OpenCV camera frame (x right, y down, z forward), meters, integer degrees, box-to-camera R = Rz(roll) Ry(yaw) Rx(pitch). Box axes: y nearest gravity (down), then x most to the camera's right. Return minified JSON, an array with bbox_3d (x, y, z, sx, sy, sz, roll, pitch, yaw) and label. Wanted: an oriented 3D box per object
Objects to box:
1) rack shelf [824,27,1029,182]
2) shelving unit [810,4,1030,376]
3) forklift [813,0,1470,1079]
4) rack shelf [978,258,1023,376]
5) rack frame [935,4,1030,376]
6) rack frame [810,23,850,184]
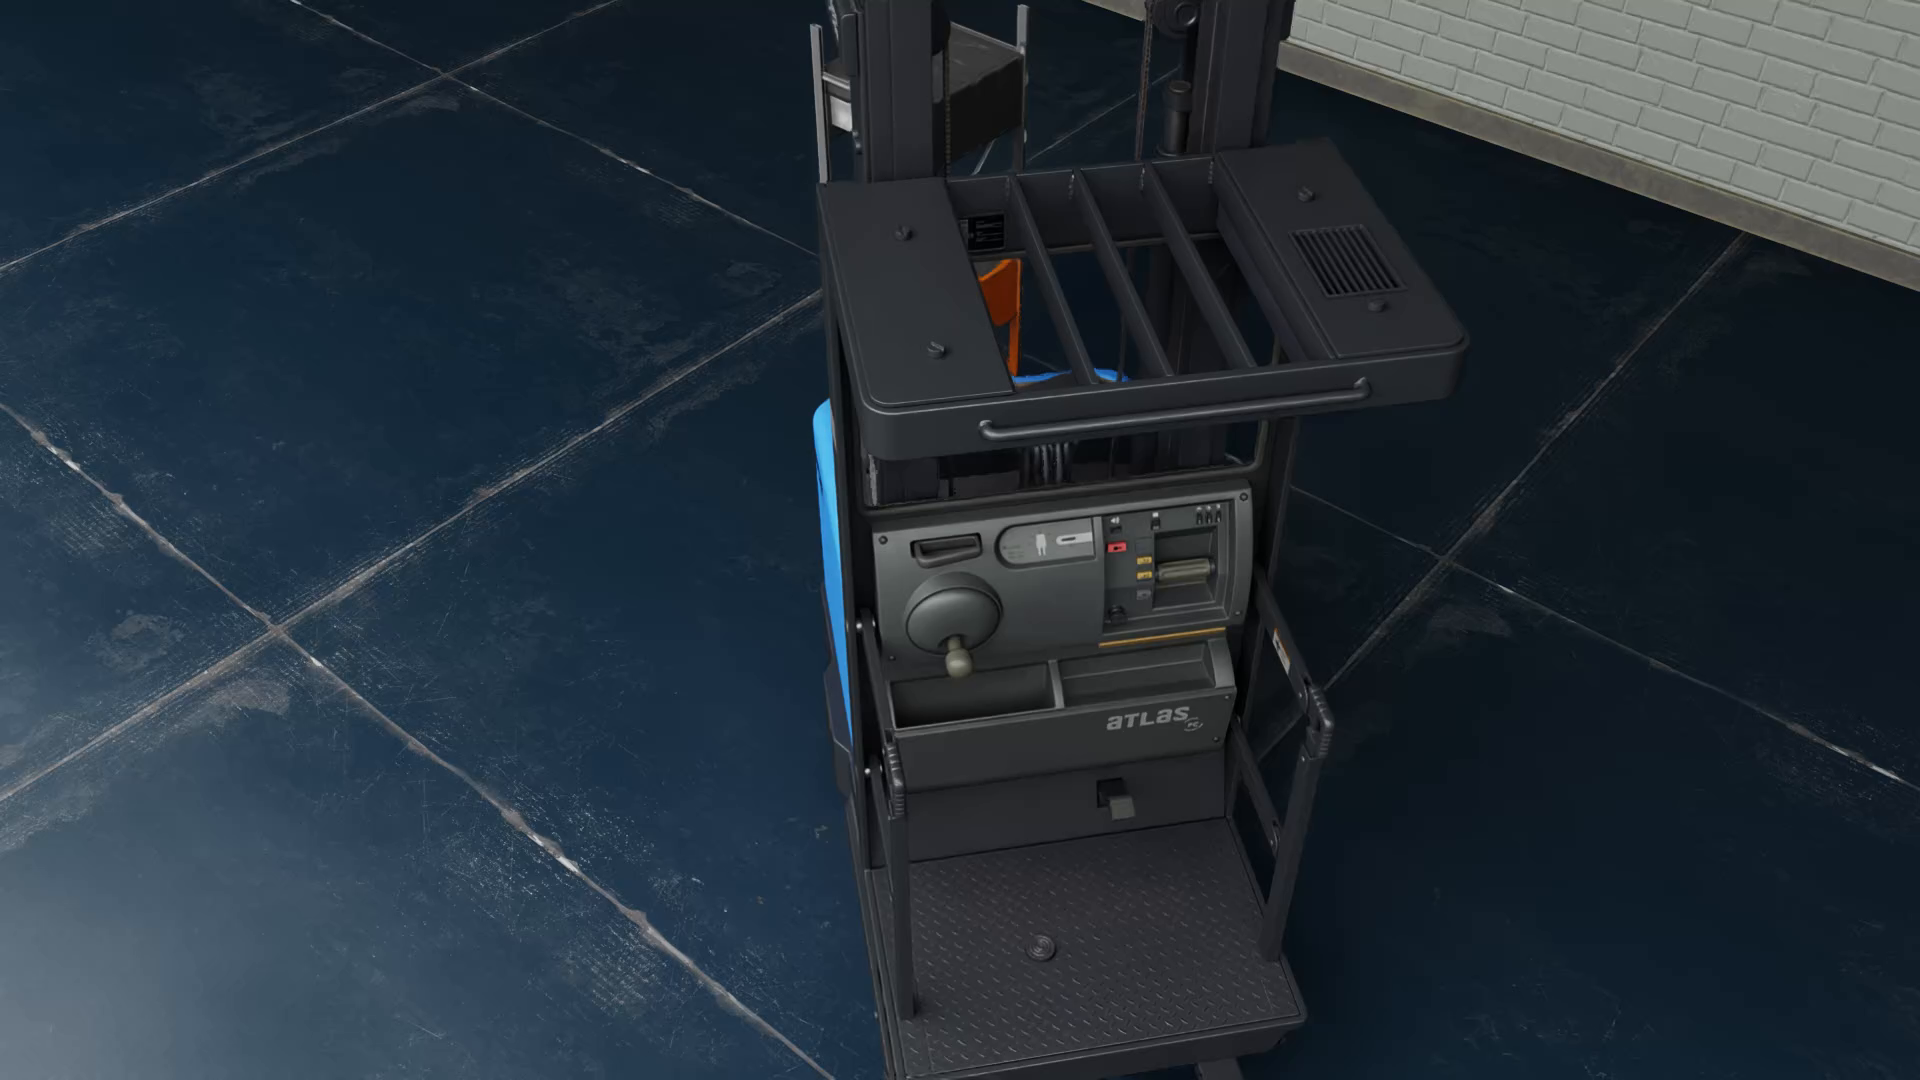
[{"bbox_3d":[-0.113,-1.241,5.034,0.431,0.518,0.480,30,50,29],"label":"rack shelf"},{"bbox_3d":[-0.113,-0.733,5.496,0.431,2.100,0.503,30,50,29],"label":"shelving unit"},{"bbox_3d":[0.297,0.182,3.871,1.130,2.935,3.031,-7,43,-7],"label":"forklift"},{"bbox_3d":[-0.113,-0.723,5.505,0.431,0.518,0.480,30,50,29],"label":"rack shelf"},{"bbox_3d":[0.047,-0.857,5.632,0.400,2.100,0.015,30,50,29],"label":"rack frame"},{"bbox_3d":[-0.273,-0.610,5.360,0.400,2.100,0.015,30,50,29],"label":"rack frame"}]
